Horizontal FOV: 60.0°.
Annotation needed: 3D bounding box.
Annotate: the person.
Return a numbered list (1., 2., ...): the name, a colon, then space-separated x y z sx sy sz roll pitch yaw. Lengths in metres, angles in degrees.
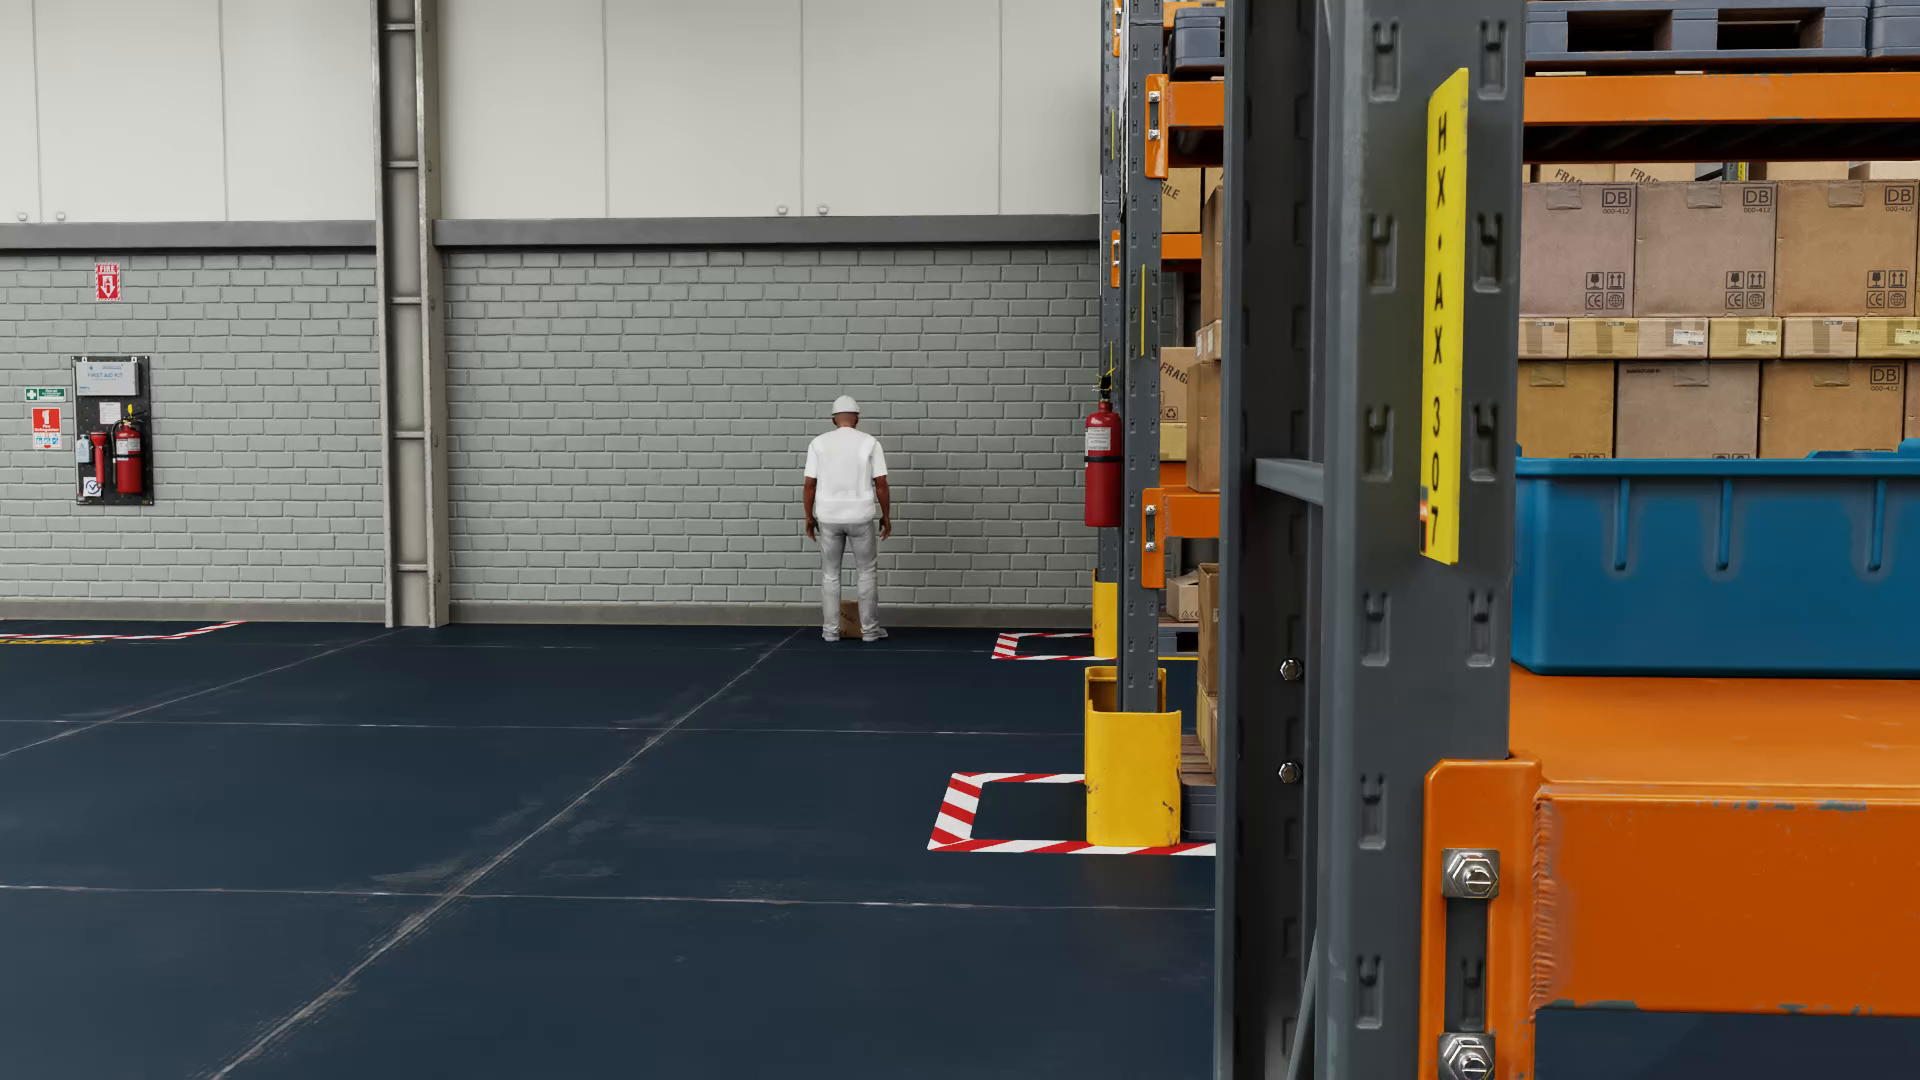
1. person: -0.806 -0.157 11.954 0.628 1.760 0.459 0 4 4
